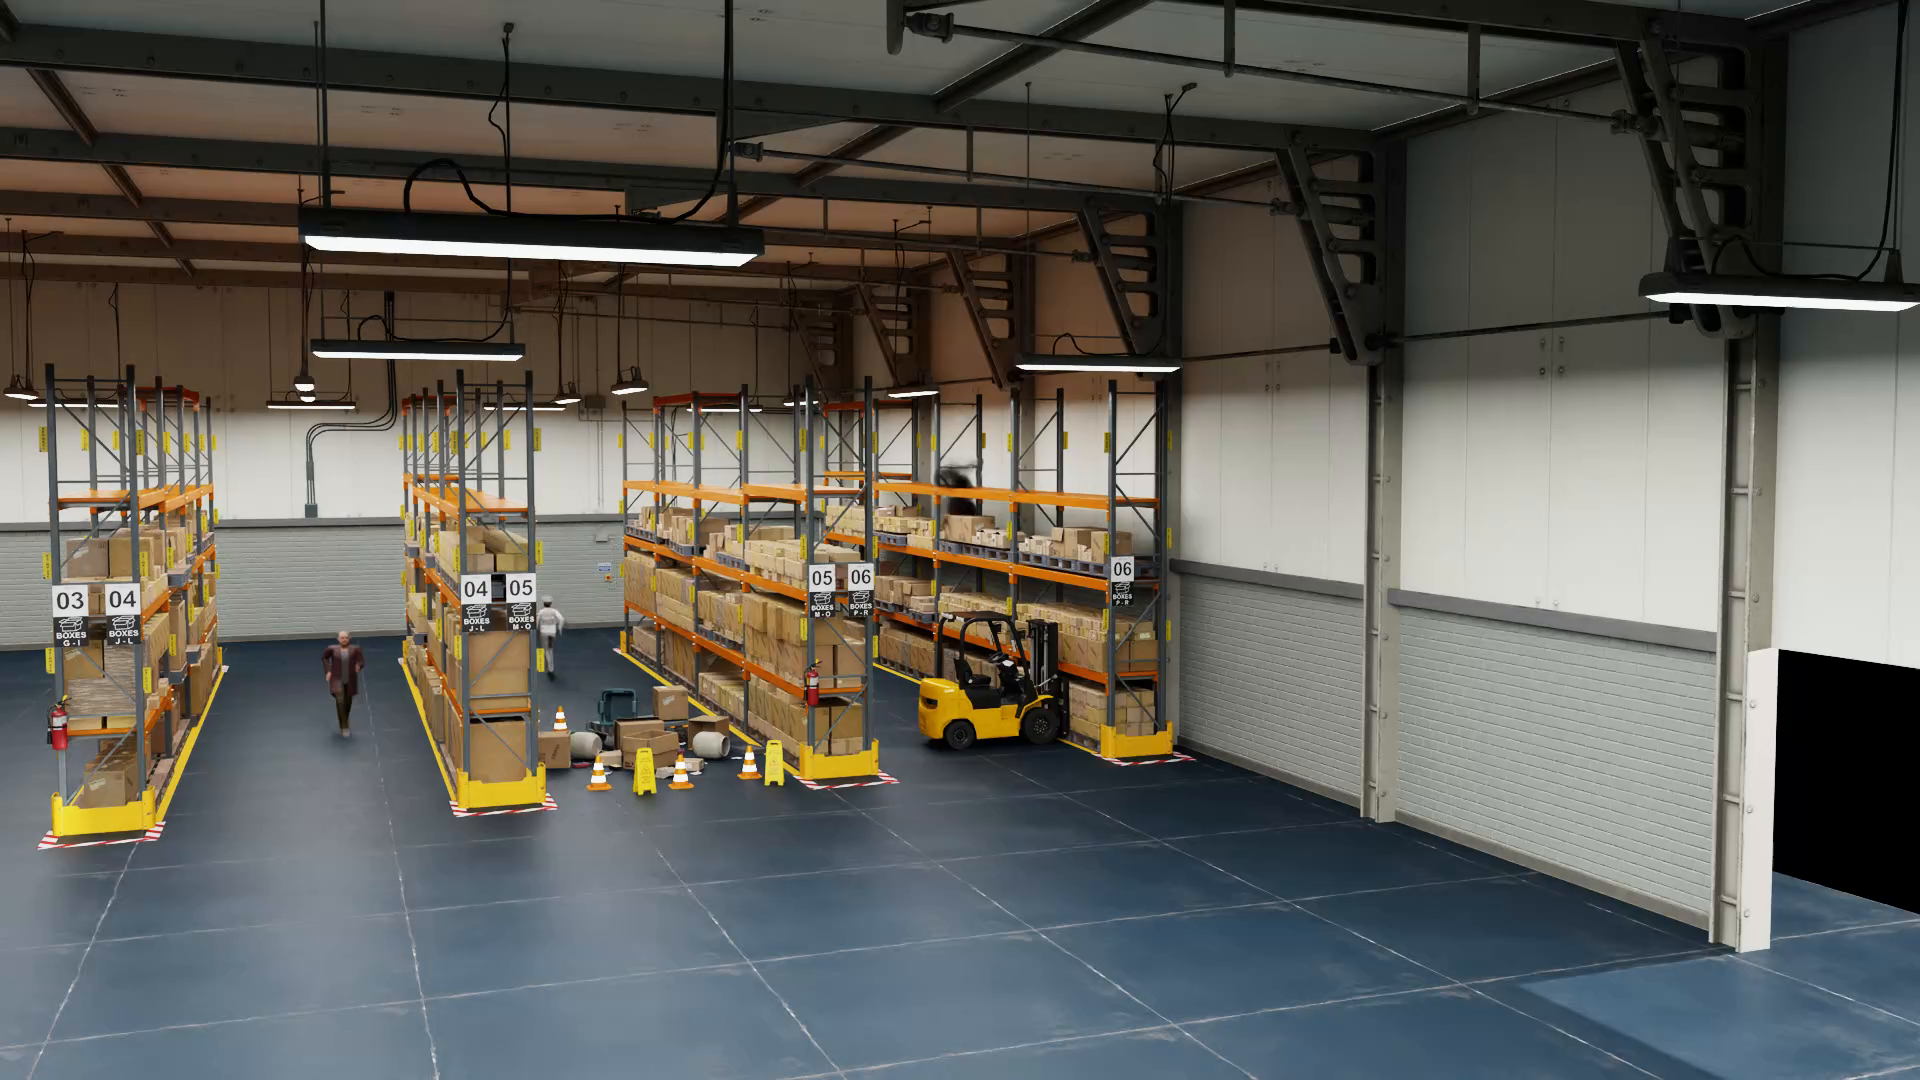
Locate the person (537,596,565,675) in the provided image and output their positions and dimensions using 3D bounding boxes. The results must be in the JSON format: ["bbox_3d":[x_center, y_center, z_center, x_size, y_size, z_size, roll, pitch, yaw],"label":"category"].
[{"bbox_3d":[-8.824,2.073,35.645,0.584,1.753,0.748,-2,4,-32],"label":"person"}]

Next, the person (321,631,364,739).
[{"bbox_3d":[-10.588,2.444,28.570,0.662,1.792,1.050,-2,4,-31],"label":"person"}]
